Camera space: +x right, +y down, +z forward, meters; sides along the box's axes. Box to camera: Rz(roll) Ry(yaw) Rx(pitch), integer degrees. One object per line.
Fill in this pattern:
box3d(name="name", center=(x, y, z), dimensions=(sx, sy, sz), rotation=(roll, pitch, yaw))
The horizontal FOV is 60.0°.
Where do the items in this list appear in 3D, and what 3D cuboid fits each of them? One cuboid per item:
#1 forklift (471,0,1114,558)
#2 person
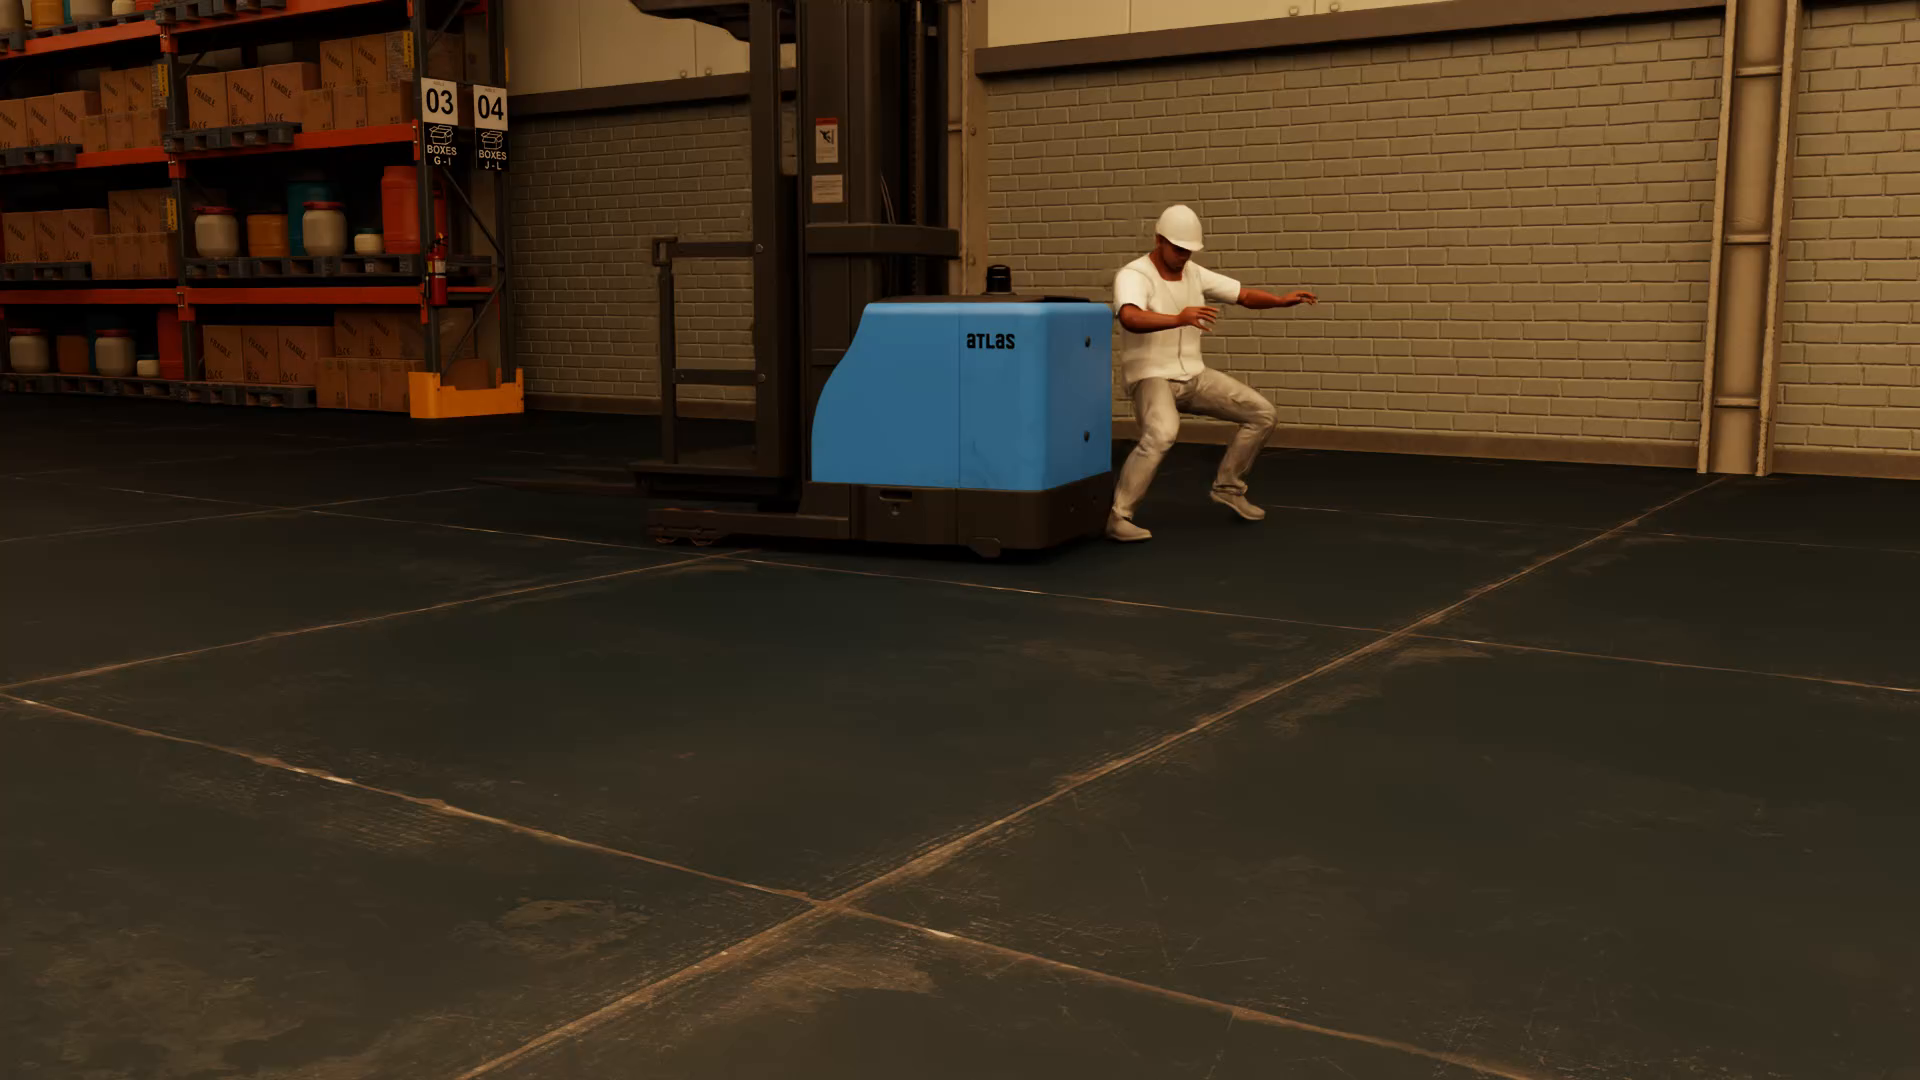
box3d(name="forklift", center=(-0.860, -1.485, 7.639), dimensions=(3.031, 2.935, 1.130), rotation=(3, 9, 23))
box3d(name="person", center=(1.083, -0.803, 7.833), dimensions=(1.092, 1.528, 0.734), rotation=(-5, 9, -31))
